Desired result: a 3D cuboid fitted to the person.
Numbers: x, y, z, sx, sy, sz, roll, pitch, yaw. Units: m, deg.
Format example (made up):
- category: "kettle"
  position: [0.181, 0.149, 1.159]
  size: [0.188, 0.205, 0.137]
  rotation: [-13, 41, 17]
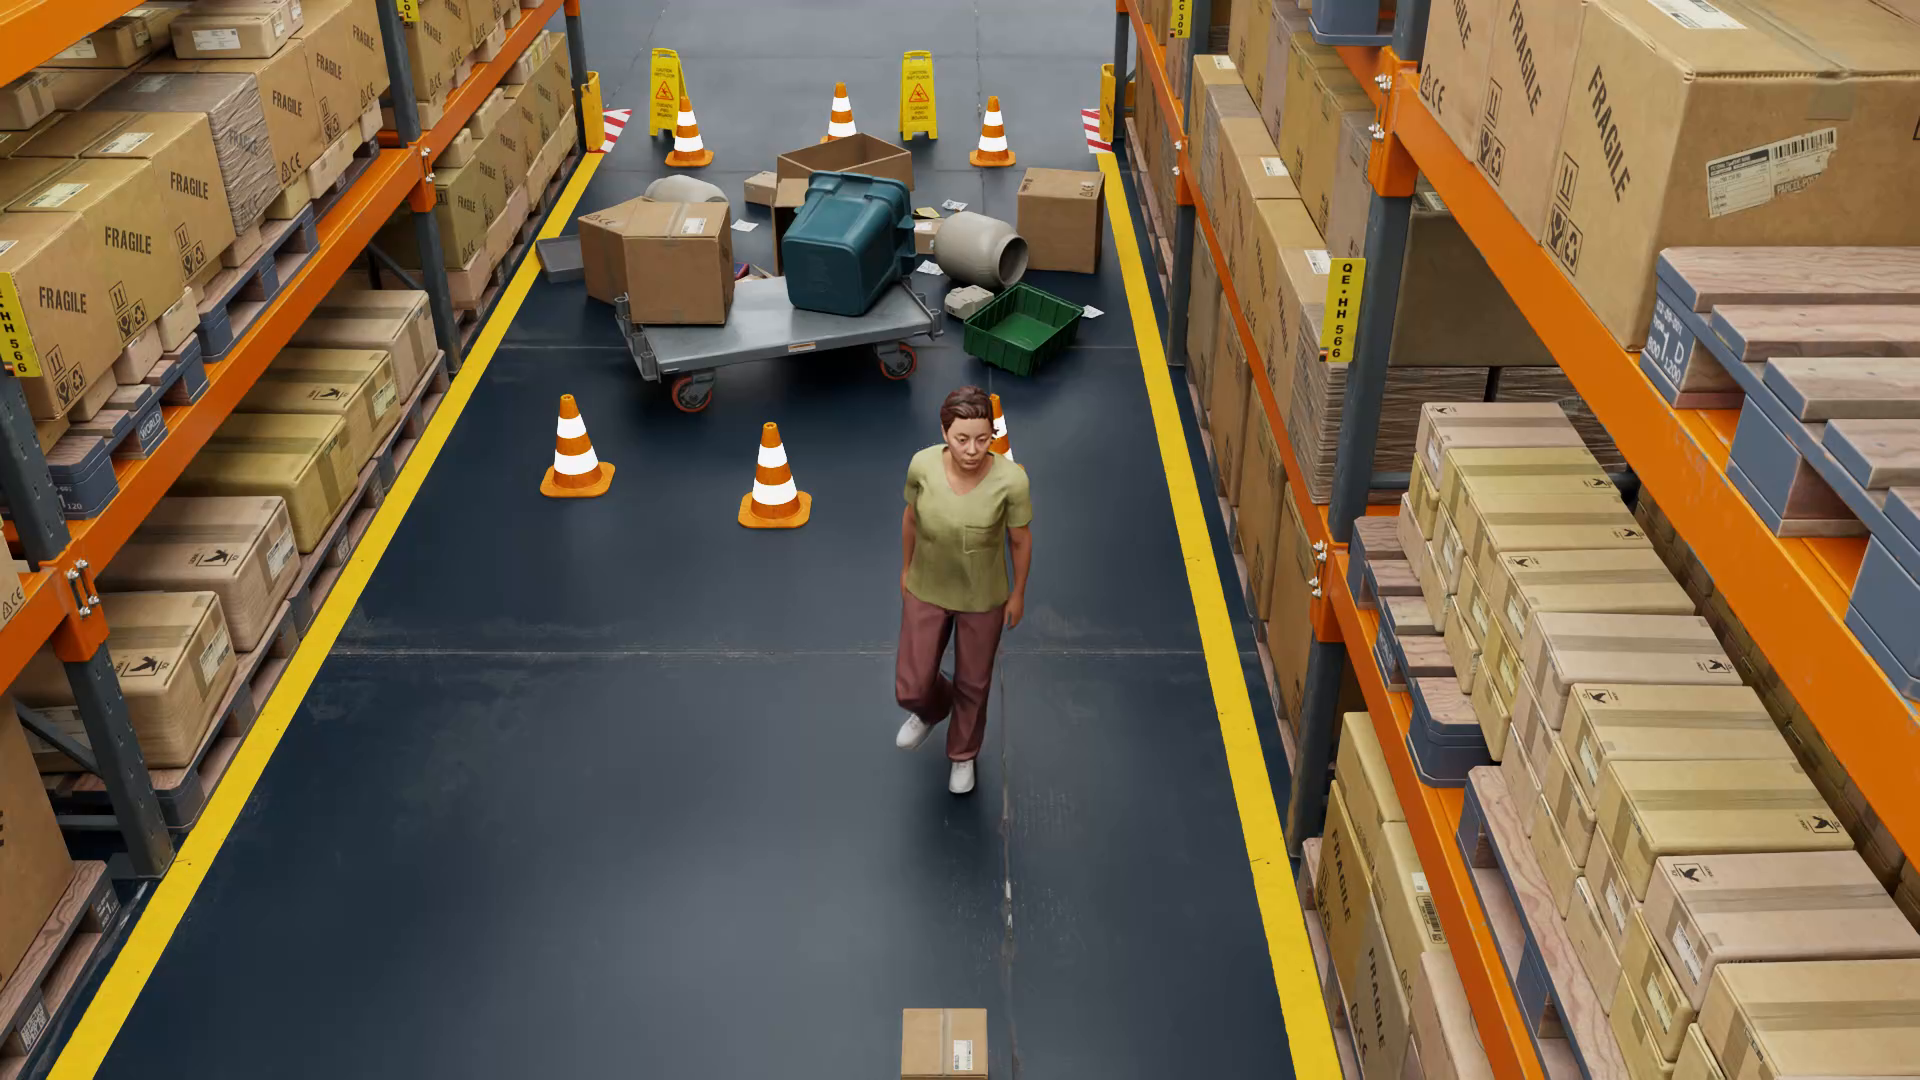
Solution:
- category: "person"
  position: [0.000, 0.175, 5.838]
  size: [0.507, 1.660, 0.473]
  rotation: [4, 32, 7]
